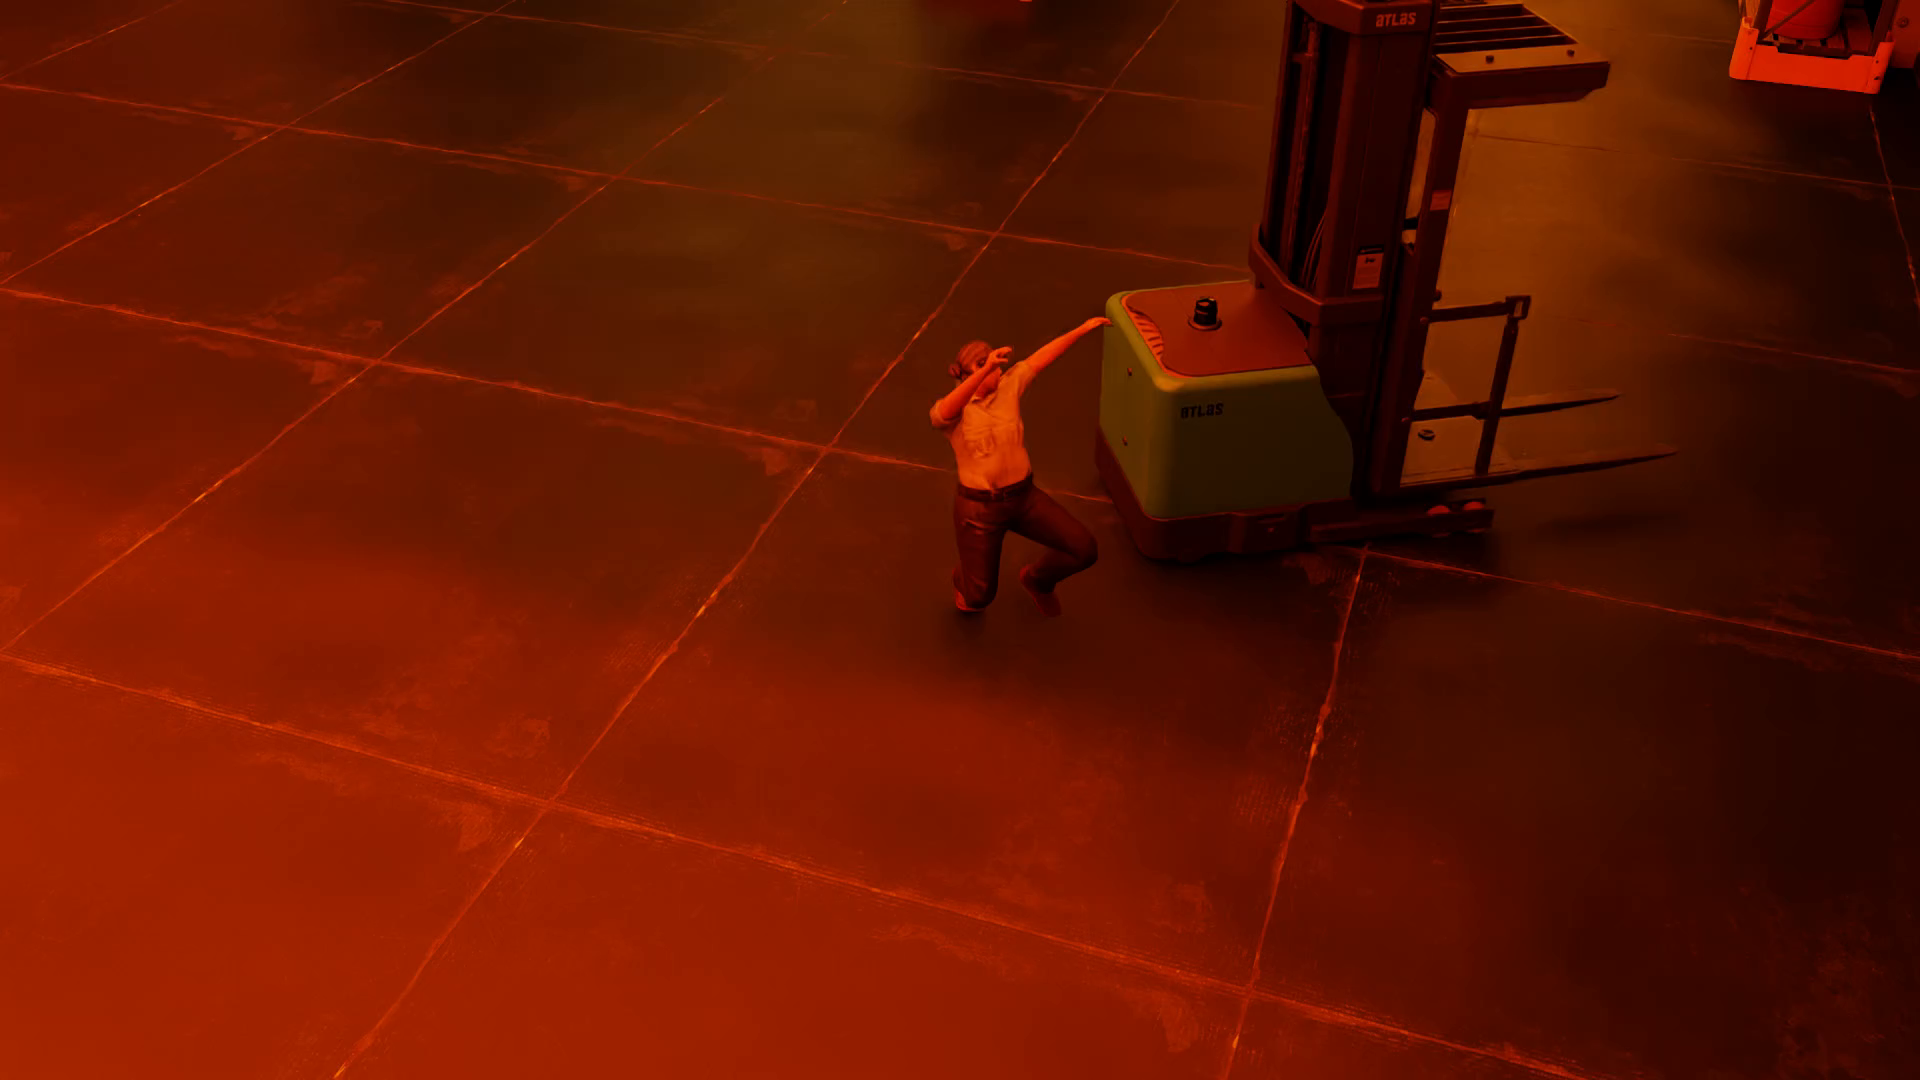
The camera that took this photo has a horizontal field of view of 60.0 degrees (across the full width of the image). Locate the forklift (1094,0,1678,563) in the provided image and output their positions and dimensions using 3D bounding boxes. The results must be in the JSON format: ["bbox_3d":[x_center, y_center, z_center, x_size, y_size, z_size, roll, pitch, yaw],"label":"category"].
[{"bbox_3d":[2.309,-1.501,8.228,3.031,2.935,1.130,-7,36,-9],"label":"forklift"}]

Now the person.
[{"bbox_3d":[0.356,-0.318,7.774,1.011,1.576,0.769,-20,40,-26],"label":"person"}]
